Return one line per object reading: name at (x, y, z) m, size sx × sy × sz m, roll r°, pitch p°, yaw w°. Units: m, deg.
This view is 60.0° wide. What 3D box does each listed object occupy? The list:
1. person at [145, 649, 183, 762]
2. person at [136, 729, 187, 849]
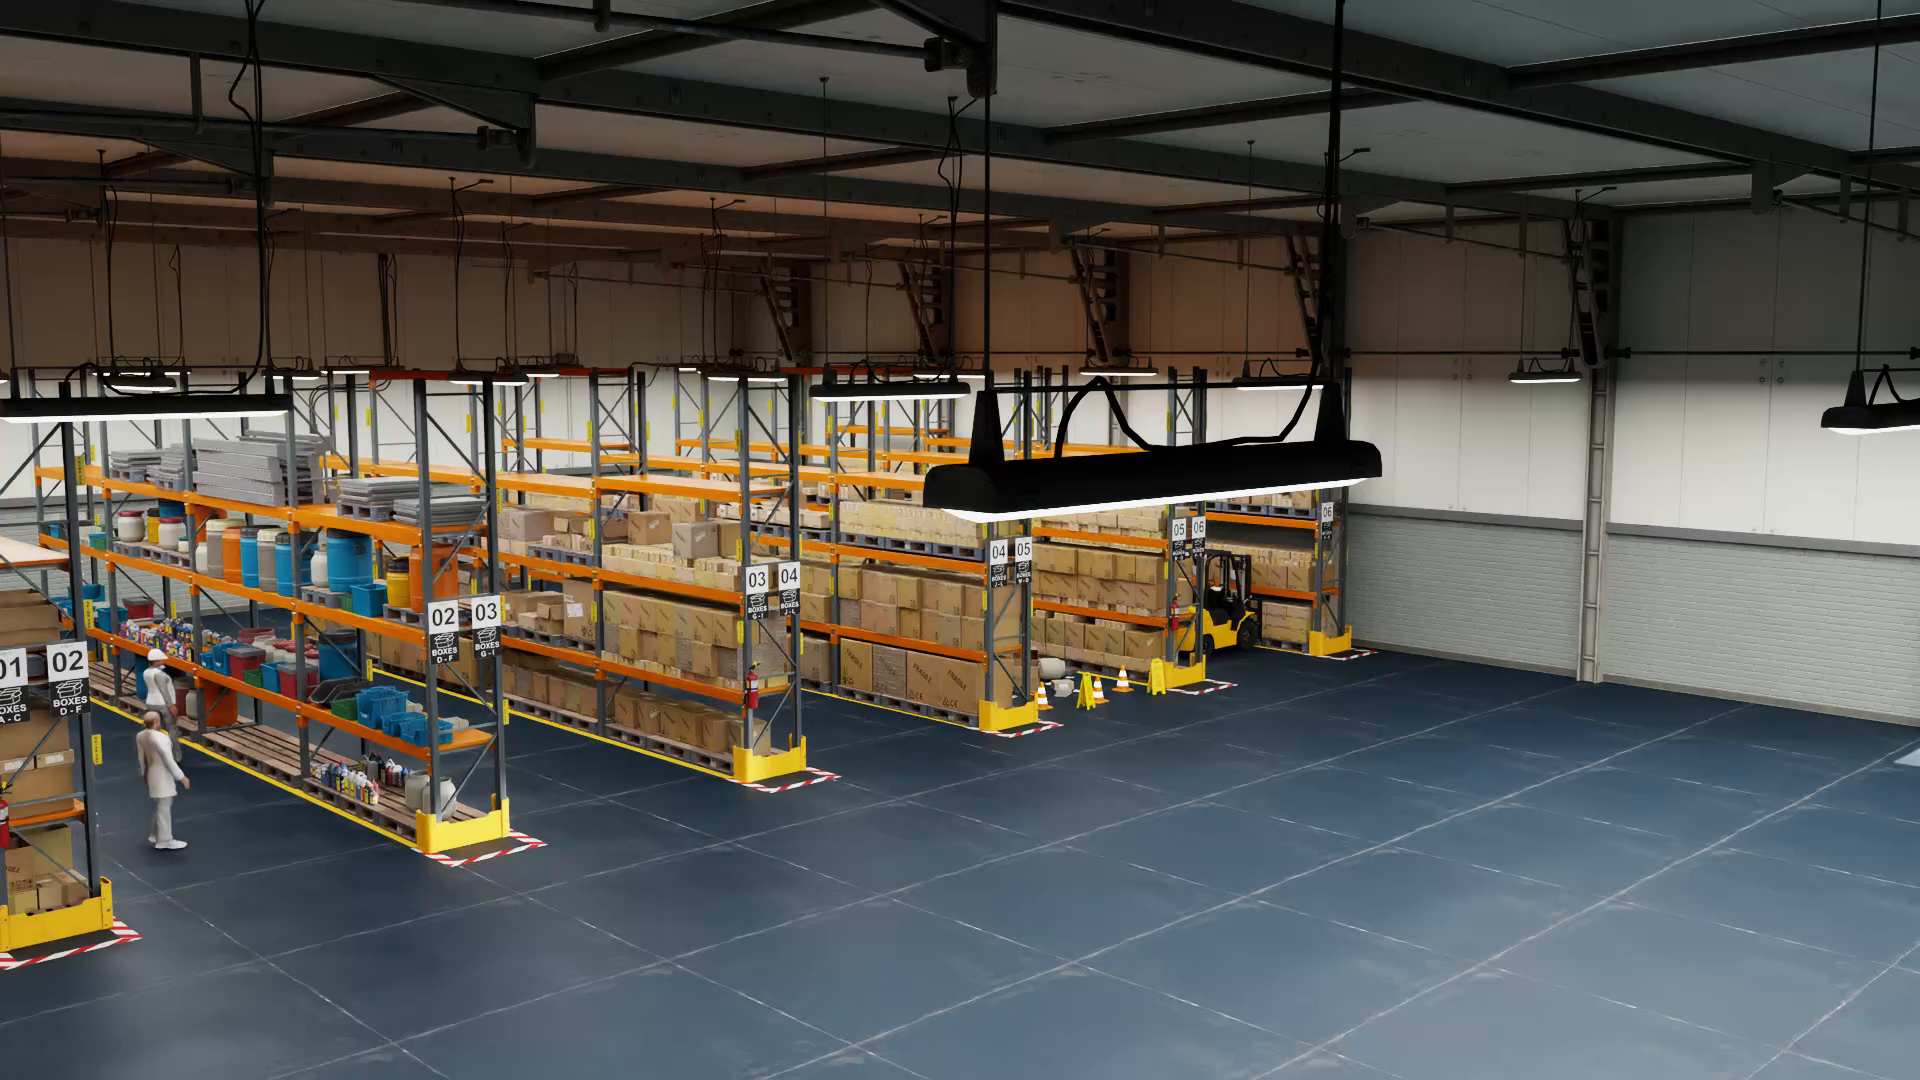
person at (-12.320, 2.550, 25.690) m, size 0.600 × 1.765 × 0.456 m, roll 2°, pitch 7°, yaw 21°
person at (-10.207, 3.189, 21.261) m, size 0.498 × 1.612 × 0.651 m, roll -4°, pitch 8°, yaw -31°
